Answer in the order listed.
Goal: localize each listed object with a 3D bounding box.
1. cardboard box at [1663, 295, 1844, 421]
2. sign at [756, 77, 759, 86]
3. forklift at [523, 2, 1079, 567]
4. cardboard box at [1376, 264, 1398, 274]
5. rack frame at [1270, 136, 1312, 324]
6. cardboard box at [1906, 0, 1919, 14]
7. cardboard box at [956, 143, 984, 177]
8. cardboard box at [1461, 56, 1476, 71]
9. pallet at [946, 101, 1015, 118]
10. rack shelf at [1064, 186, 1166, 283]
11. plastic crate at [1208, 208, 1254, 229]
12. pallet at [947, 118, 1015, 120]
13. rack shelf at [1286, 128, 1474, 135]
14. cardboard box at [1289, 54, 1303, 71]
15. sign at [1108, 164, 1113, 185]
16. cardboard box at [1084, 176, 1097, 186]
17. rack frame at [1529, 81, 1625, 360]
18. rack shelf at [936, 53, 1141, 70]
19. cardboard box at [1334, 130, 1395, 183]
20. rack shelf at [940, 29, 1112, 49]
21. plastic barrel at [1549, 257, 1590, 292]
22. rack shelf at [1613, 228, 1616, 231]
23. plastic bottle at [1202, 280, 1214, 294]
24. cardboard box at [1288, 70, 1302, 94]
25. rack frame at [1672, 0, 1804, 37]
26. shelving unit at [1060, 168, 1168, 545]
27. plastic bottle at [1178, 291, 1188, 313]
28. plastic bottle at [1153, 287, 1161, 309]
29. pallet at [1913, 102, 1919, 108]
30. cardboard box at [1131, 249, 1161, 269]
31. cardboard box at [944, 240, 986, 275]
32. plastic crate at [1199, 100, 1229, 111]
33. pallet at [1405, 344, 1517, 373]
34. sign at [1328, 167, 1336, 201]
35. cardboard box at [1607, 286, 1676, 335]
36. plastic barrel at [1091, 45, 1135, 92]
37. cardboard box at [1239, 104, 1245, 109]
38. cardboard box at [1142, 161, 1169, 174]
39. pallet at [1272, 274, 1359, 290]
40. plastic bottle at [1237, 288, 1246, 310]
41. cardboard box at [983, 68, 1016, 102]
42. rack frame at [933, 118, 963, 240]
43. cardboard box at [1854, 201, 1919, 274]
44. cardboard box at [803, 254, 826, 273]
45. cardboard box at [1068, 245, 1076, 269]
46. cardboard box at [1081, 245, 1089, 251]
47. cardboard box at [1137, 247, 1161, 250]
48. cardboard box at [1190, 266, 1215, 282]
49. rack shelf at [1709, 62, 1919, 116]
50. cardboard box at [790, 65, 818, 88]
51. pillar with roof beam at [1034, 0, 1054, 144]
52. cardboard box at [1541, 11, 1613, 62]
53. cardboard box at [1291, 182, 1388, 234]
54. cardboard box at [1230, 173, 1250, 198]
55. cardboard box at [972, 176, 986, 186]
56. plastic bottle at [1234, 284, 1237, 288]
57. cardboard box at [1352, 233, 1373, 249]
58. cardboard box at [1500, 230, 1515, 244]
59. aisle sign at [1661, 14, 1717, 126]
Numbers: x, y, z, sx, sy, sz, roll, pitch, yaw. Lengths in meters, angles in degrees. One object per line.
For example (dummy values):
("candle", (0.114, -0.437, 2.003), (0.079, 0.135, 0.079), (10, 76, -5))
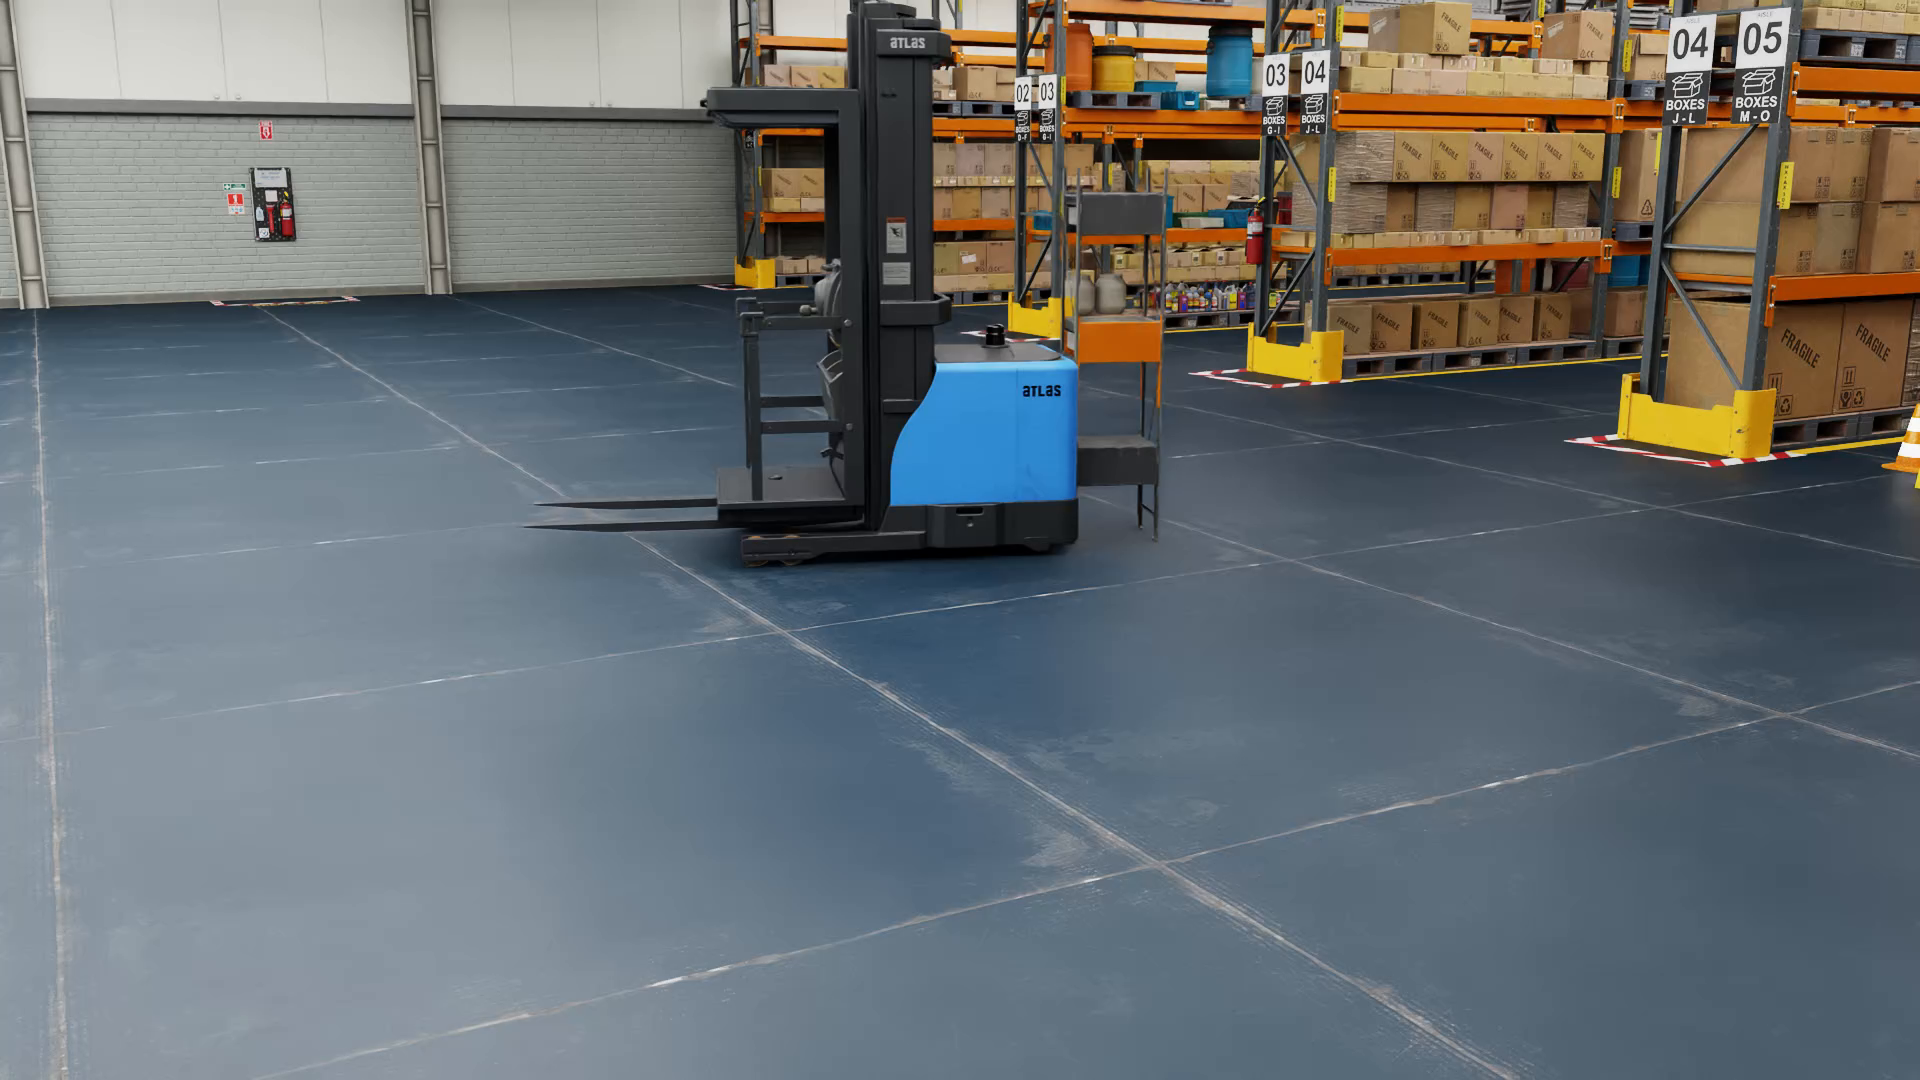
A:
("cardboard box", (6.223, -1.442, 13.069), (0.875, 0.875, 0.875), (-7, 14, -28))
("sign", (-3.489, -7.806, 28.638), (0.005, 0.325, 0.100), (-7, 14, -28))
("forklift", (-0.902, -1.410, 9.198), (3.031, 2.935, 1.130), (-2, 13, -9))
("cardboard box", (7.541, -5.059, 29.950), (0.500, 0.500, 0.500), (-7, 15, -30))
("rack frame", (4.509, -4.532, 22.914), (0.127, 3.000, 1.000), (-7, 14, -28))
("cardboard box", (7.093, -4.087, 12.587), (0.500, 0.250, 0.500), (-7, 14, -28))
("cardboard box", (-0.009, -5.909, 25.853), (0.500, 0.500, 0.700), (-7, 14, -28))
("cardboard box", (5.078, -4.891, 17.113), (0.250, 0.149, 0.380), (-7, 14, -28))
("pallet", (0.333, -6.685, 25.851), (1.213, 0.211, 1.003), (-7, 14, -28))
("rack shelf", (0.861, -1.719, 9.339), (0.480, 0.518, 0.431), (-2, 13, -9))
("plastic crate", (3.668, -4.291, 22.181), (0.616, 0.251, 0.499), (-7, 14, -28))
("pallet", (0.355, -7.857, 31.287), (1.003, 0.211, 1.213), (-7, 14, -28))
("rack shelf", (7.405, -7.230, 29.712), (4.000, 0.370, 1.077), (-7, 14, -28))
("cardboard box", (3.465, -4.831, 16.844), (0.250, 0.149, 0.380), (-7, 14, -28))
("sign", (2.406, -5.841, 26.579), (0.005, 0.325, 0.100), (-7, 14, -28))
("cardboard box", (2.003, -5.782, 26.765), (0.250, 0.149, 0.380), (-7, 14, -28))
("rack frame", (6.882, -3.577, 18.673), (0.127, 3.000, 1.000), (-7, 14, -28))
("rack shelf", (1.518, -9.032, 31.797), (4.000, 0.370, 1.077), (-7, 14, -28))
("cardboard box", (3.985, -3.844, 16.674), (0.500, 0.500, 0.500), (-7, 14, -28))
("rack shelf", (0.383, -7.657, 25.687), (4.000, 0.370, 1.077), (-7, 14, -28))
("plastic barrel", (9.432, -4.155, 25.774), (0.708, 0.588, 0.600), (-7, 14, -28))
("rack shelf", (9.775, -4.812, 25.798), (4.000, 0.370, 1.077), (-7, 14, -28))
("plastic bottle", (3.436, -3.429, 23.047), (0.185, 0.351, 0.144), (-8, 15, -30))
("cardboard box", (3.673, -4.646, 16.933), (0.500, 0.250, 0.500), (-6, 14, -27))
("rack frame", (5.659, -5.117, 11.850), (0.127, 3.000, 1.000), (-7, 14, -28))
("shelving unit", (0.861, -1.049, 9.490), (0.503, 2.100, 0.431), (-2, 13, -9))
("plastic bottle", (2.946, -3.151, 21.965), (0.133, 0.283, 0.061), (-7, 14, -27))
("plastic bottle", (2.686, -3.279, 22.532), (0.133, 0.283, 0.061), (-7, 14, -28))
("pallet", (11.913, -5.566, 21.106), (1.213, 0.211, 1.003), (-6, 14, -25))
("cardboard box", (3.063, -4.671, 27.561), (0.500, 0.311, 0.500), (-7, 14, -29))
("cardboard box", (0.076, -4.417, 26.002), (0.500, 0.500, 0.500), (-7, 14, -28))
("plastic crate", (3.294, -5.620, 21.517), (0.396, 0.136, 0.243), (-7, 14, -28))
("pallet", (5.237, -2.010, 18.061), (1.213, 0.211, 1.003), (-7, 14, -28))
("sign", (3.631, -3.474, 16.244), (0.005, 0.325, 0.100), (-7, 14, -28))
("cardboard box", (7.859, -2.679, 19.375), (0.500, 0.500, 0.700), (-7, 14, -28))
("plastic barrel", (1.938, -6.016, 21.290), (0.600, 0.588, 0.600), (0, 13, 0))
("cardboard box", (4.827, -7.386, 28.148), (0.500, 0.250, 0.500), (-6, 14, -26))
("cardboard box", (3.820, -7.432, 33.144), (0.500, 0.250, 0.500), (-6, 14, -27))
("pallet", (6.323, -4.618, 29.650), (1.213, 0.211, 1.003), (-7, 14, -28))
("plastic bottle", (3.790, -3.253, 22.415), (0.133, 0.283, 0.061), (-6, 14, -24))
("cardboard box", (0.633, -7.125, 26.094), (0.637, 0.503, 0.797), (-5, 14, -22))
("rack frame", (-0.238, -6.441, 31.398), (0.127, 3.000, 1.000), (-7, 14, -28))
("cardboard box", (6.987, -2.408, 13.134), (0.550, 0.550, 0.875), (-7, 14, -28))
("cardboard box", (-2.598, -5.039, 30.288), (0.500, 0.311, 0.500), (-6, 14, -23))
("cardboard box", (1.582, -4.728, 27.383), (0.500, 0.500, 0.500), (-7, 14, -28))
("cardboard box", (2.158, -5.739, 32.971), (0.500, 0.500, 0.700), (-7, 14, -28))
("cardboard box", (3.250, -4.830, 28.267), (0.500, 0.311, 0.500), (-7, 14, -28))
("cardboard box", (3.961, -4.507, 28.109), (0.500, 0.250, 0.500), (-7, 14, -27))
("rack shelf", (7.415, -3.513, 13.193), (4.000, 0.370, 1.077), (-7, 14, -28))
("cardboard box", (-2.830, -8.067, 29.239), (0.500, 0.500, 0.500), (-7, 14, -29))
("pillar with roof beam", (3.780, -8.989, 29.056), (0.400, 9.000, 9.100), (-7, 14, -28))
("cardboard box", (6.609, -5.382, 17.816), (0.500, 0.500, 0.500), (-7, 15, -30))
("cardboard box", (3.867, -3.403, 16.993), (0.500, 0.500, 0.875), (-7, 14, -28))
("cardboard box", (5.611, -7.282, 34.186), (0.500, 0.500, 0.500), (-7, 14, -28))
("cardboard box", (0.205, -5.567, 25.809), (0.250, 0.149, 0.380), (-7, 14, -29))
("plastic bottle", (3.800, -3.412, 23.125), (0.133, 0.283, 0.061), (-7, 14, -28))
("cardboard box", (3.964, -3.041, 16.860), (0.250, 0.149, 0.380), (-7, 14, -28))
("cardboard box", (5.713, -3.254, 17.807), (0.250, 0.149, 0.380), (-7, 14, -28))
("aisle sign", (5.453, -3.509, 12.447), (0.004, 0.787, 0.394), (-7, 14, -28))
